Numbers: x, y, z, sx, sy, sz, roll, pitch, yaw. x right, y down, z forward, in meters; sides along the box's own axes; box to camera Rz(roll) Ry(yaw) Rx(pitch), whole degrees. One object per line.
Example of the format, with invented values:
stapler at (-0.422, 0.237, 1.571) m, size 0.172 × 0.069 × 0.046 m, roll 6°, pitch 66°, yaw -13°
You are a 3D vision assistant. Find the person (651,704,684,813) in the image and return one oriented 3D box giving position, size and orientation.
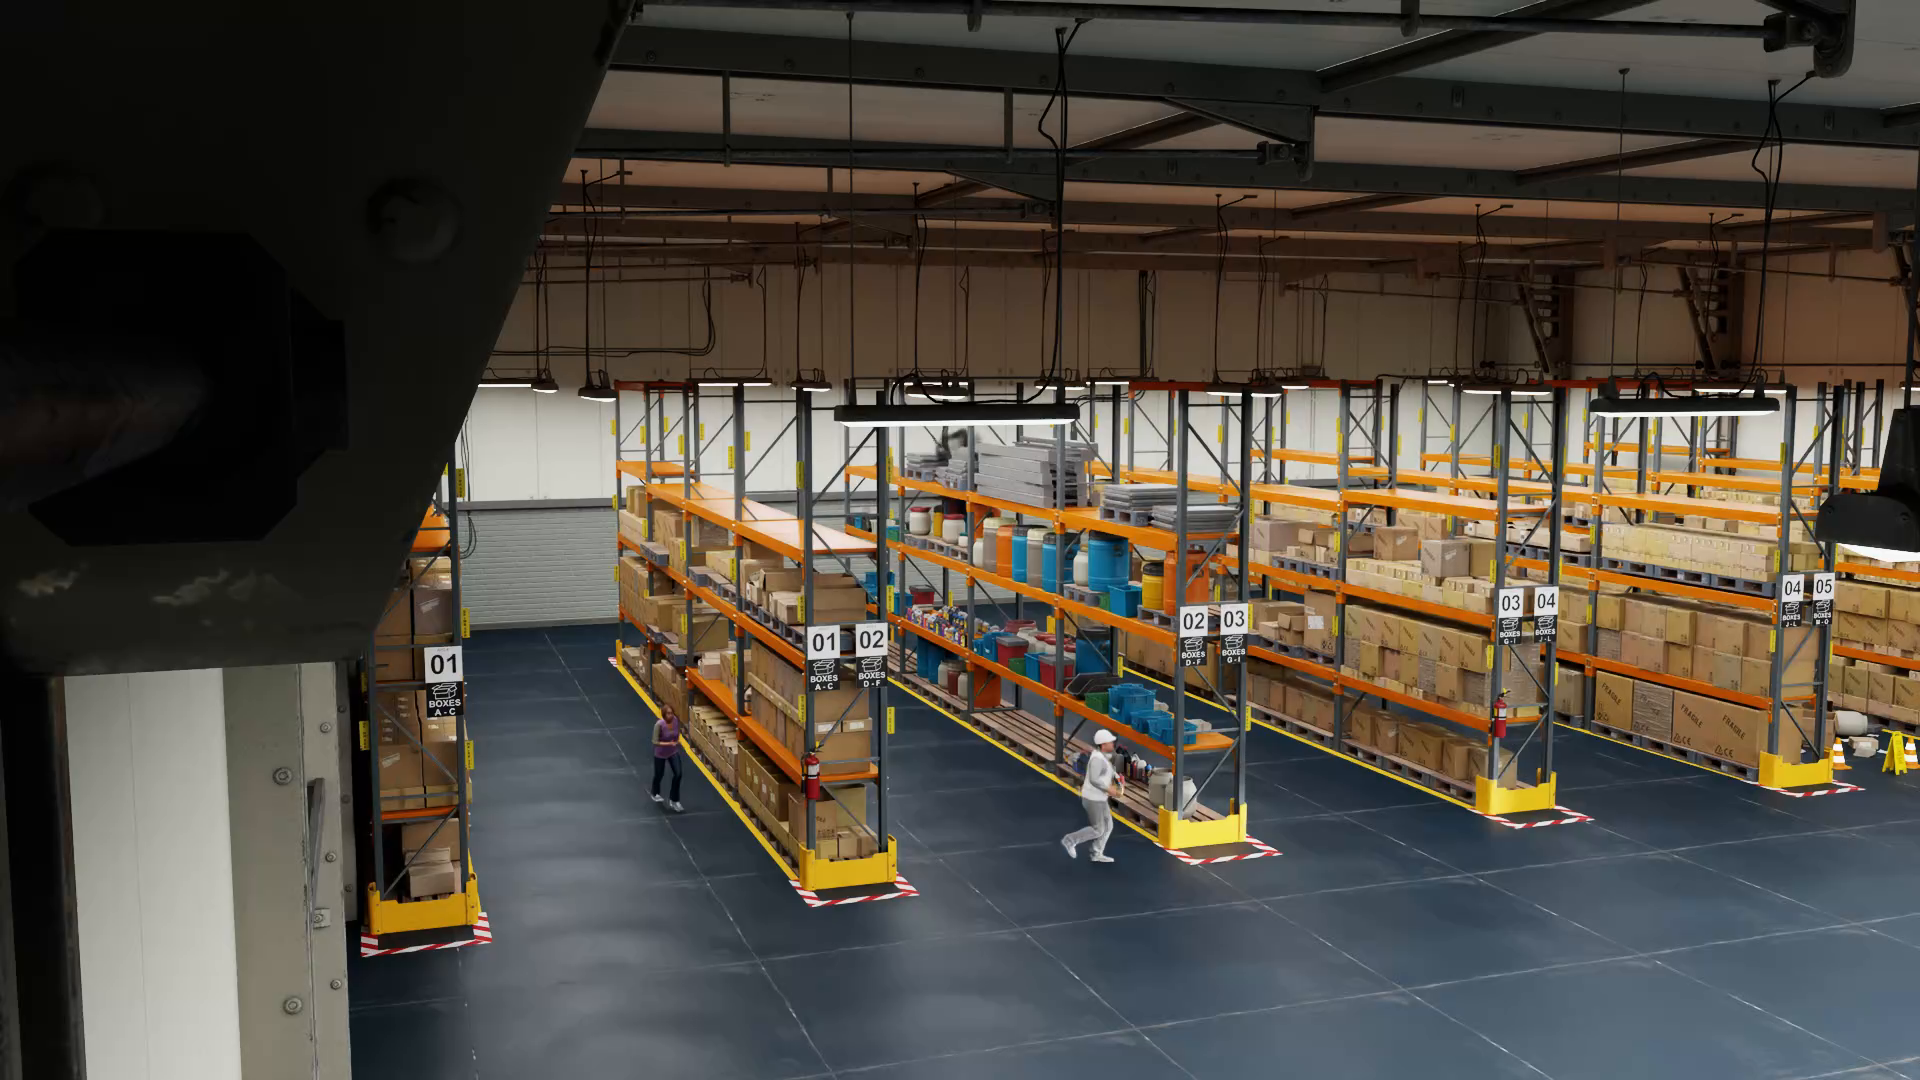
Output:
person at (-4.165, 3.068, 23.624) m, size 0.534 × 1.560 × 0.903 m, roll -3°, pitch 7°, yaw -30°

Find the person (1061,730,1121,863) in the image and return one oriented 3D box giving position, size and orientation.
person at (1.676, 3.254, 21.135) m, size 0.754 × 1.725 × 0.658 m, roll 1°, pitch 6°, yaw 12°

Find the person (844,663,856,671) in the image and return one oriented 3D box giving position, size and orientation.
person at (-1.949, 2.526, 28.098) m, size 0.578 × 1.641 × 0.859 m, roll -4°, pitch 7°, yaw -31°
